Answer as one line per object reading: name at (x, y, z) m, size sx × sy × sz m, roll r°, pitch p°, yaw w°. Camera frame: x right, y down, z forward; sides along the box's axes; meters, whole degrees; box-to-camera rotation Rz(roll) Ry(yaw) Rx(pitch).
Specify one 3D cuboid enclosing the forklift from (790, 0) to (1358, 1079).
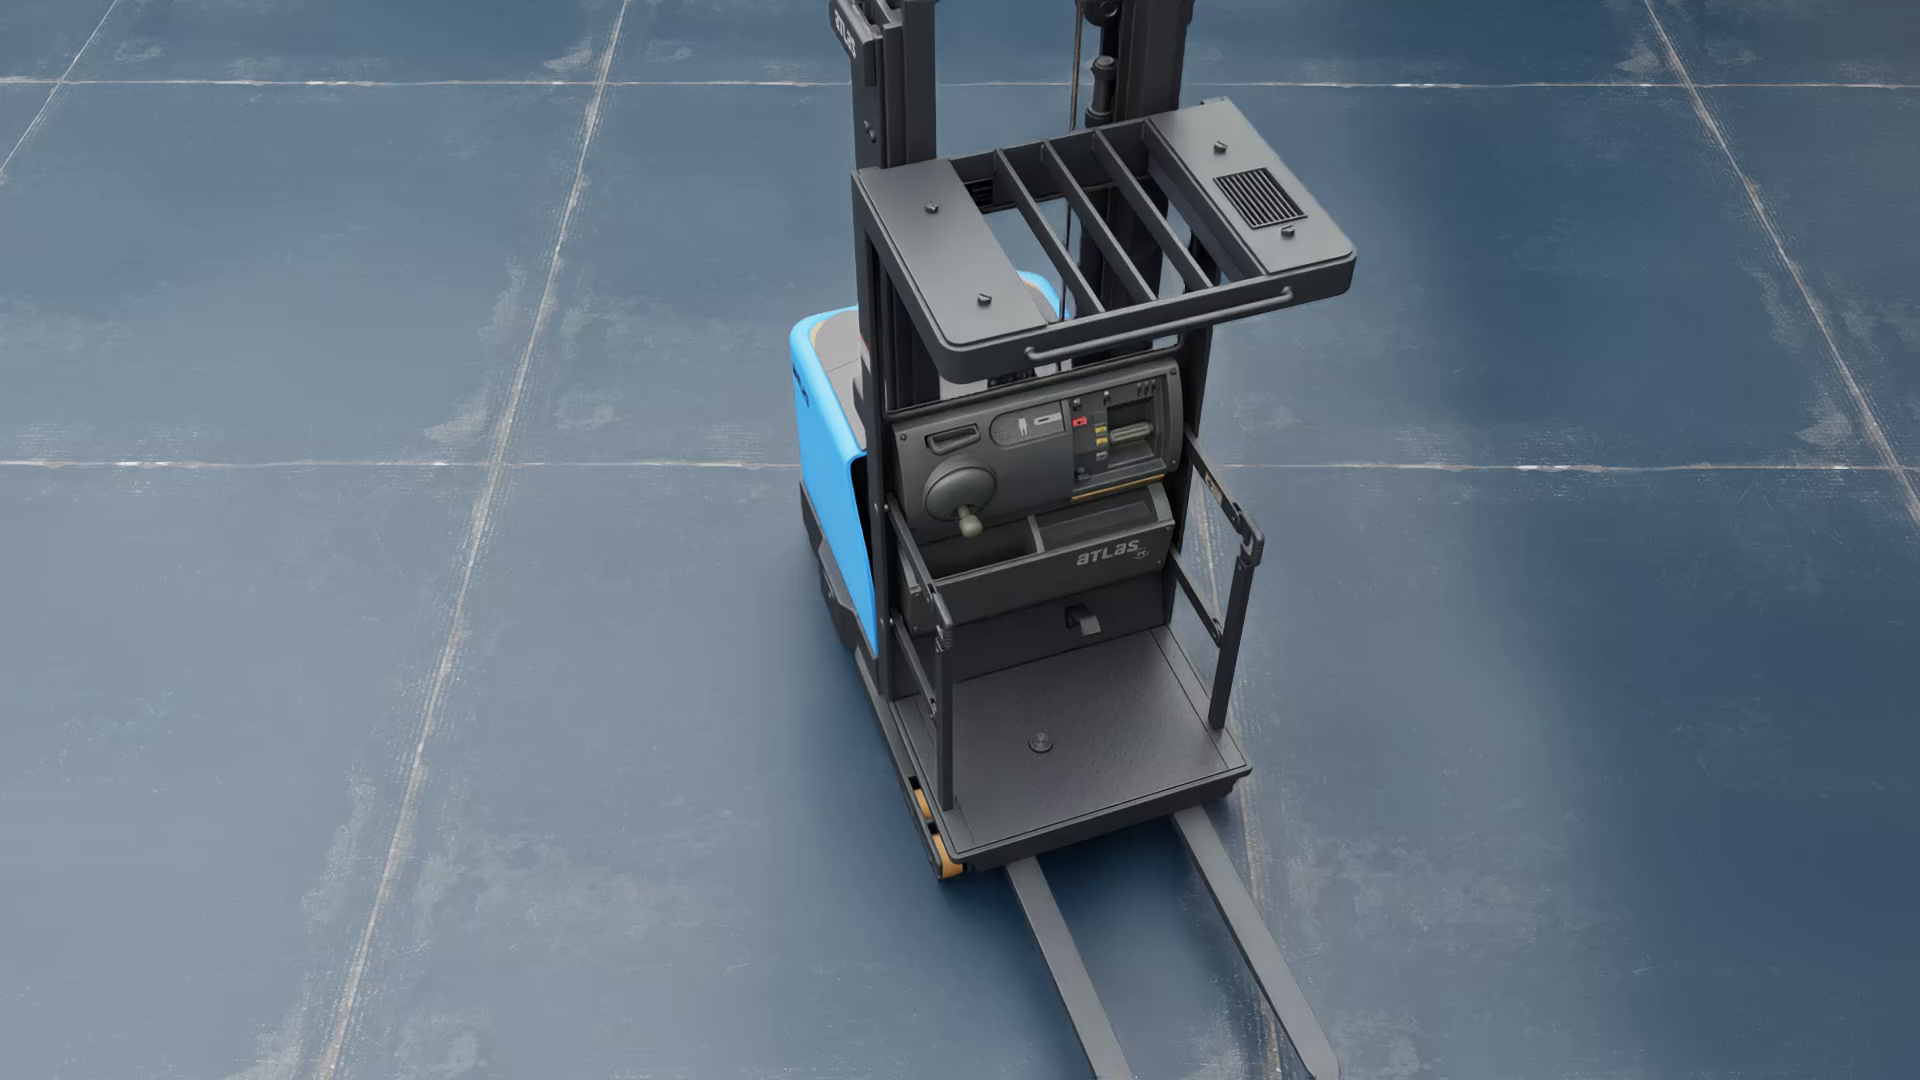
forklift at (0.328, -0.180, 4.996) m, size 1.130 × 2.935 × 3.031 m, roll -15°, pitch 49°, yaw -13°
